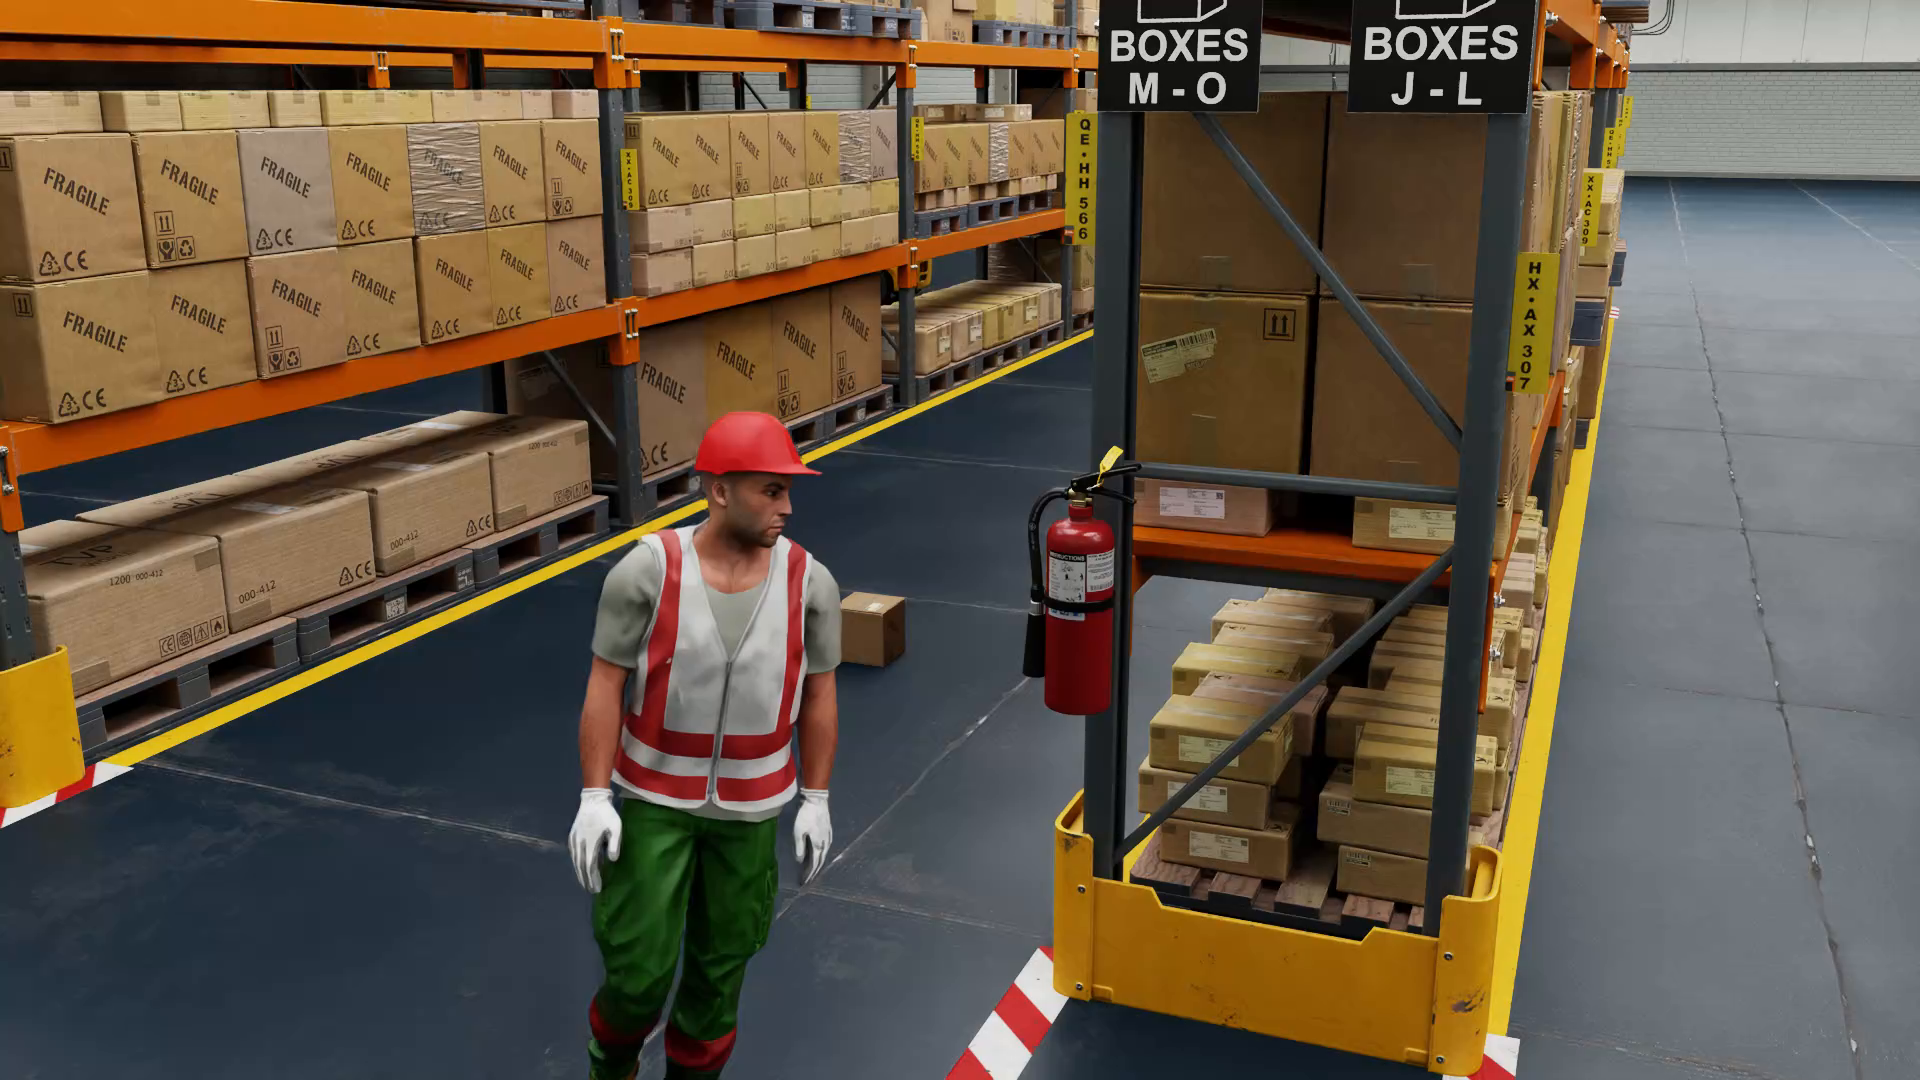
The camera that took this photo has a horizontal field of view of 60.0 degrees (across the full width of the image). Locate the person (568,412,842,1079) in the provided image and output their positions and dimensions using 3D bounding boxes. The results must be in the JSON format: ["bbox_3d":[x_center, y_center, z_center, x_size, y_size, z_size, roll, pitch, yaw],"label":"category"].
[{"bbox_3d":[-0.563,0.609,3.680,0.658,1.777,0.438,-4,16,-14],"label":"person"}]
